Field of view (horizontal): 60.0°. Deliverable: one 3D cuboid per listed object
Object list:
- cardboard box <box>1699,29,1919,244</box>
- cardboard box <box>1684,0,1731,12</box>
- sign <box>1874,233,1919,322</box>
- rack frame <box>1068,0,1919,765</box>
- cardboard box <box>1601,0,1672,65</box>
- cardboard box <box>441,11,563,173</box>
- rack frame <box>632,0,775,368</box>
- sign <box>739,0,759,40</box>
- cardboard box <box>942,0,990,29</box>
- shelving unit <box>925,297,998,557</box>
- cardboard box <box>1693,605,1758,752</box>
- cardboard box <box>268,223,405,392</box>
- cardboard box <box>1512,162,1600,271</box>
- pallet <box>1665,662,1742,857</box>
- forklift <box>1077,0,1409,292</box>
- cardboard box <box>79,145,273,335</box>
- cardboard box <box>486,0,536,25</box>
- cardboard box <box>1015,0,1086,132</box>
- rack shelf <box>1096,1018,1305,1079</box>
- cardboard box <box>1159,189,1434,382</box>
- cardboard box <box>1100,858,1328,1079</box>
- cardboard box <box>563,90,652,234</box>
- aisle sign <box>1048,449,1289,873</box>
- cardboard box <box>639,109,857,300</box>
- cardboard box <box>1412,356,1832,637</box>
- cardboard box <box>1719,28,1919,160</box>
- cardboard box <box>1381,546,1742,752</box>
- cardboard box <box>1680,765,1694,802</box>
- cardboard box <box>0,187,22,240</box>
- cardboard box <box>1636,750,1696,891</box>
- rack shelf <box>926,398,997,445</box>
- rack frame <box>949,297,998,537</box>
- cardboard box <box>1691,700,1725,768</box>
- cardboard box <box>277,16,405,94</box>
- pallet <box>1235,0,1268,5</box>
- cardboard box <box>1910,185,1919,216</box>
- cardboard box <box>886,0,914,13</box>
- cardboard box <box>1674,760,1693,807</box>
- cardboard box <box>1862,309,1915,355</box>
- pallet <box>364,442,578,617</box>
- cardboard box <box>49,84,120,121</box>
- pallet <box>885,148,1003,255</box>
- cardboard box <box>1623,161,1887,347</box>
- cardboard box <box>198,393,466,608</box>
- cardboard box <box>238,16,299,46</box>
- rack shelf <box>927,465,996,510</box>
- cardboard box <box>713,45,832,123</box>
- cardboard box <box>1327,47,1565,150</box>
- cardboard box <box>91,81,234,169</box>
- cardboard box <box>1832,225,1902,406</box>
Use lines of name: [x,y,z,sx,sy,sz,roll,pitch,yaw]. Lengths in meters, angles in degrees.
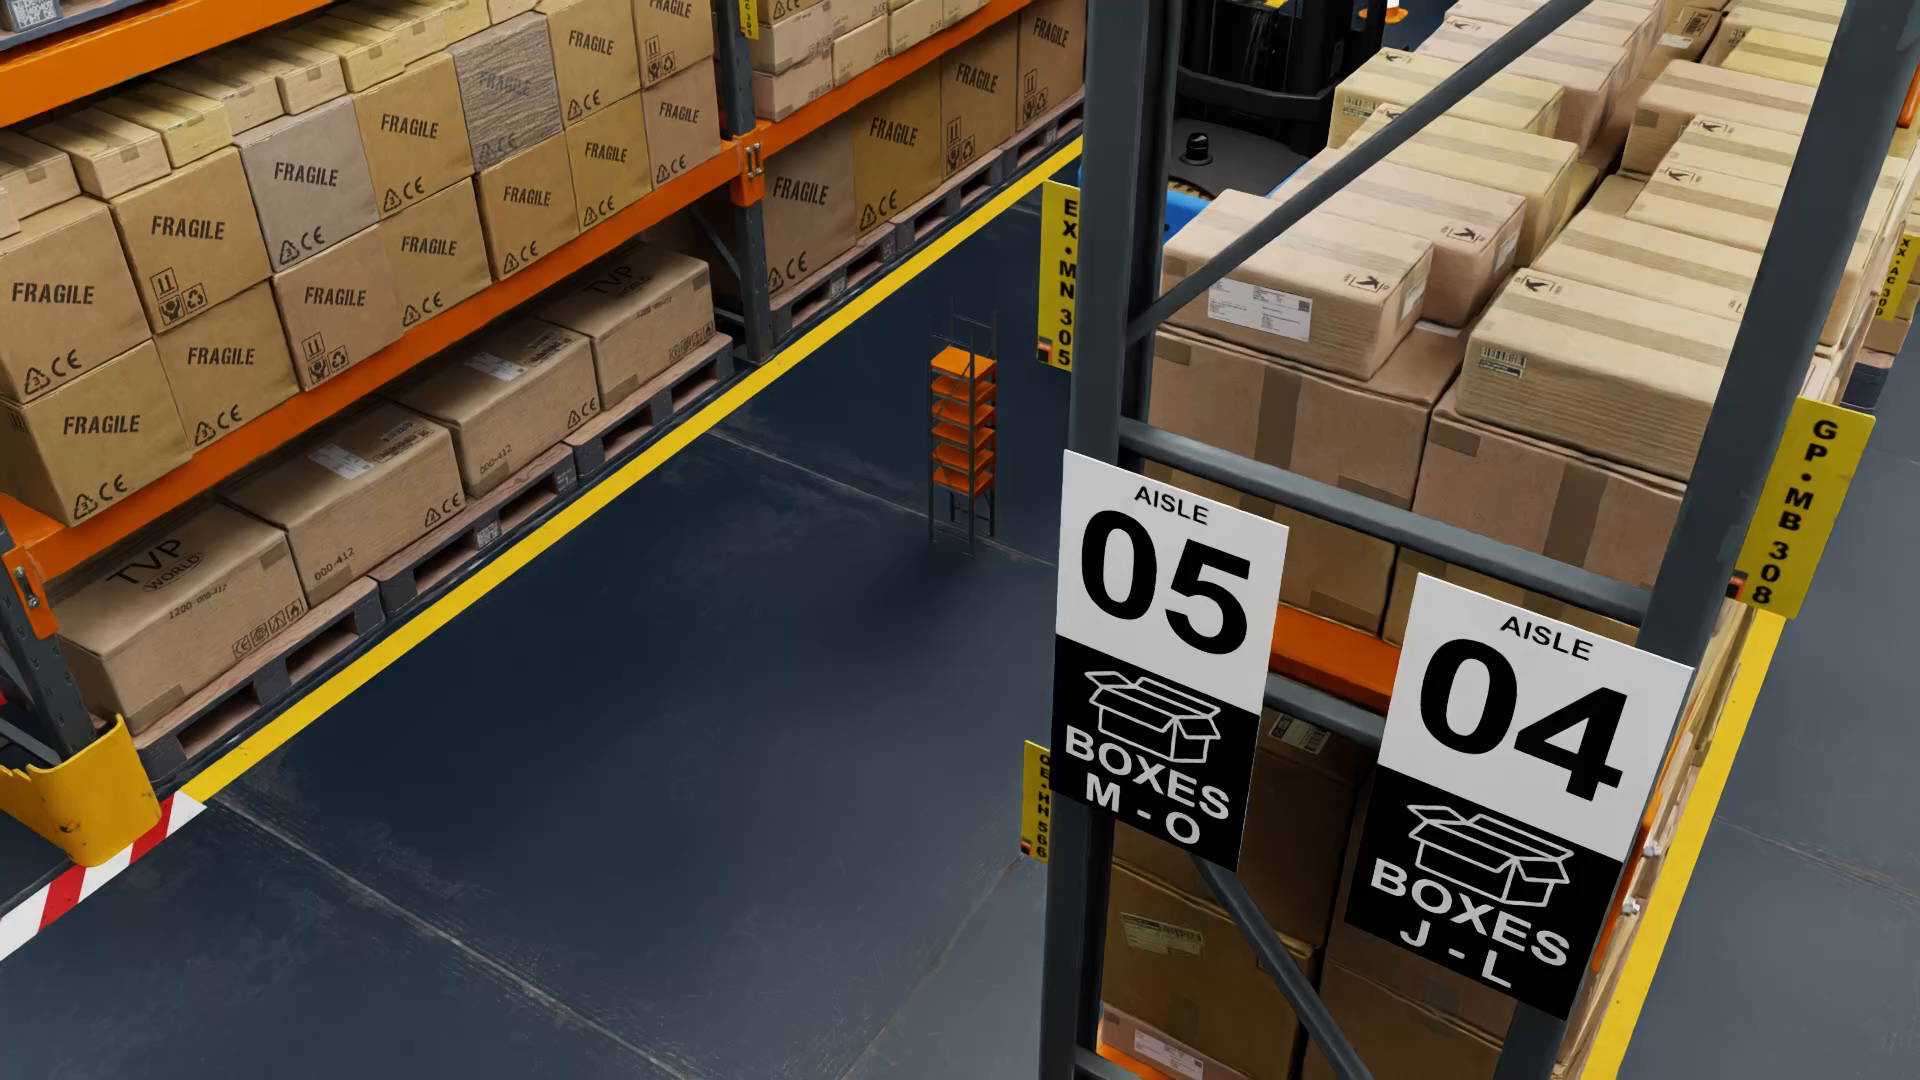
cardboard box: [1.913,-0.936,3.764,0.500,0.250,0.500,20,42,24]
cardboard box: [1.760,-1.390,4.353,0.500,0.250,0.500,22,43,26]
sign: [3.235,-0.913,5.768,0.100,0.325,0.005,21,42,25]
rack frame: [0.629,-1.057,1.751,1.000,3.000,0.127,21,42,25]
cardboard box: [1.402,-1.219,3.805,0.380,0.149,0.250,20,42,24]
cardboard box: [-2.025,-1.888,6.841,0.500,0.500,0.500,22,43,26]
rack frame: [-1.462,-2.310,8.290,1.000,3.000,0.127,21,42,25]
sign: [-0.992,-2.504,7.767,0.100,0.325,0.005,21,42,25]
cardboard box: [-0.163,-3.172,9.531,0.500,0.250,0.500,20,42,24]
shelving unit: [0.008,-0.483,7.393,0.258,1.200,0.189,21,42,25]
cardboard box: [1.656,0.098,4.022,0.500,0.500,0.500,20,42,24]
cardboard box: [-2.570,-0.968,6.466,0.500,0.500,0.500,21,42,25]
cardboard box: [0.934,-0.593,3.318,0.500,0.250,0.500,20,42,24]
pallet: [2.442,0.719,6.645,1.003,0.211,1.213,21,42,25]
forklift: [1.836,-2.784,8.960,1.130,2.935,3.031,23,43,27]
cardboard box: [-2.836,-1.107,5.828,0.500,0.500,0.500,20,42,24]
cardboard box: [-1.957,-2.237,6.763,0.380,0.149,0.250,21,42,25]
cardboard box: [0.241,-3.368,11.059,0.875,0.875,0.875,21,42,25]
rack shelf: [1.701,0.573,5.140,1.077,0.370,4.000,21,42,25]
cardboard box: [0.559,-0.433,2.785,0.380,0.149,0.250,21,42,25]
cardboard box: [0.653,0.846,3.871,0.500,0.500,0.500,22,43,26]
cardboard box: [-1.765,-1.760,7.495,0.500,0.500,0.500,20,42,24]
aisle sign: [0.337,0.229,2.867,0.394,0.787,0.004,21,42,25]
cardboard box: [-1.197,-1.981,9.259,0.875,0.875,0.875,23,43,26]
cardboard box: [1.089,-0.154,2.750,0.500,0.250,0.500,22,43,26]
cardboard box: [1.755,-0.897,3.387,0.380,0.149,0.250,23,43,26]
cardboard box: [1.086,0.042,2.904,0.500,0.250,0.500,23,43,27]
cardboard box: [2.553,0.797,6.250,0.380,0.149,0.250,20,42,24]
cardboard box: [-3.181,-1.033,5.201,0.380,0.149,0.250,22,43,26]
cardboard box: [1.641,0.488,4.335,0.500,0.500,0.500,22,43,26]
rack shelf: [0.008,-0.543,7.347,0.258,0.103,0.180,21,42,25]
rack frame: [0.057,-0.530,7.455,0.240,1.200,0.006,21,42,25]
cardboard box: [2.609,0.655,6.190,0.380,0.149,0.250,20,42,24]
cardboard box: [-2.314,-1.819,6.221,0.380,0.149,0.250,20,42,24]
pallet: [1.756,-4.297,13.151,1.003,0.211,1.213,21,42,25]
cardboard box: [3.516,-1.244,6.282,0.380,0.149,0.250,22,43,26]
cardboard box: [-0.439,-3.113,9.045,0.500,0.250,0.500,22,43,26]
cardboard box: [2.299,0.806,5.752,0.380,0.149,0.250,19,42,23]
cardboard box: [3.372,-0.863,6.274,0.380,0.149,0.250,19,42,23]
pallet: [-2.588,-0.208,7.847,1.003,0.211,1.213,21,42,25]
cardboard box: [-3.229,-1.607,5.946,0.380,0.149,0.250,22,43,26]
pallet: [-0.459,-2.260,10.509,1.003,0.211,1.213,21,42,25]
cardboard box: [1.354,-0.500,2.871,0.380,0.149,0.250,21,42,25]
cardboard box: [-2.852,-0.247,7.369,0.875,0.438,0.875,22,43,26]
cardboard box: [-2.788,-1.996,6.451,0.380,0.149,0.250,23,43,26]
rack shelf: [0.008,-0.257,7.567,0.258,0.103,0.180,21,42,25]
cardboard box: [-1.003,-2.391,8.518,0.500,0.250,0.500,20,42,24]
cardboard box: [0.961,-0.832,3.303,0.380,0.149,0.250,22,43,26]
cardboard box: [-2.738,-1.430,5.716,0.380,0.149,0.250,20,42,24]
cardboard box: [2.476,-0.698,5.054,0.500,0.500,0.500,20,42,24]
